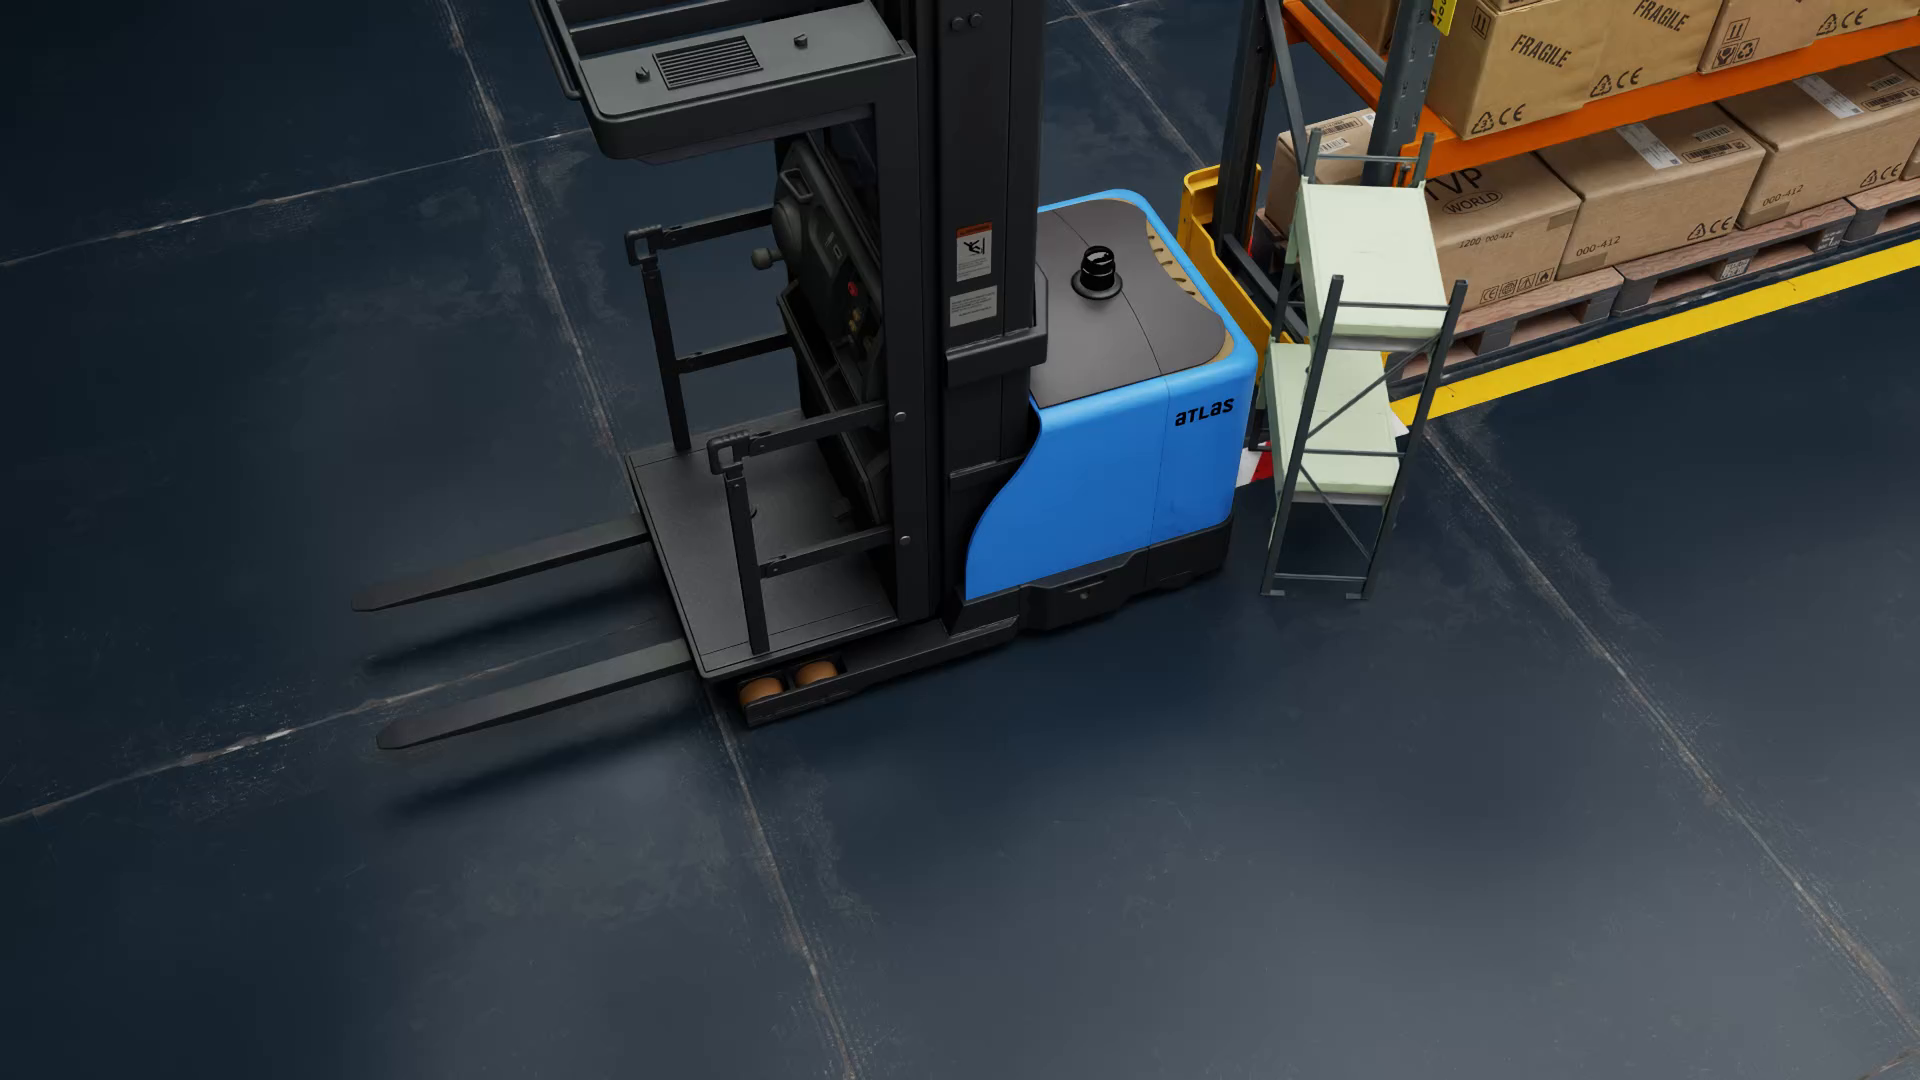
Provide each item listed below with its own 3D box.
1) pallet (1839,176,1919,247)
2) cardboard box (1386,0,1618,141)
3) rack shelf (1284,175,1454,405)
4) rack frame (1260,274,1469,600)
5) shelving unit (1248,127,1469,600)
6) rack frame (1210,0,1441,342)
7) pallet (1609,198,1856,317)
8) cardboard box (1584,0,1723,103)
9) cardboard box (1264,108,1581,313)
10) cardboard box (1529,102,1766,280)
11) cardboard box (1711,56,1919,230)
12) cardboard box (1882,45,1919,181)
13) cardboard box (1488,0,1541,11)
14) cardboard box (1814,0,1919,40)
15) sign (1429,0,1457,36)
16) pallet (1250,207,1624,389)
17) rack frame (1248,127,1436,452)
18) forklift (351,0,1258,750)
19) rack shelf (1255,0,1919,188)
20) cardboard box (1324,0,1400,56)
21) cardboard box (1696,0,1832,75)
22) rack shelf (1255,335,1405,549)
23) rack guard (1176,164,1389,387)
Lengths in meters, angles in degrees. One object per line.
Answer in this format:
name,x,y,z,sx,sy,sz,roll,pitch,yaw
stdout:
pallet,4.276,-1.881,7.727,1.213,0.211,1.003,-17,52,-14
cardboard box,1.860,-1.774,5.731,0.500,0.500,0.500,-18,52,-15
rack shelf,1.324,-0.817,5.446,0.431,0.370,0.720,3,49,2
rack frame,1.302,-0.285,5.504,0.400,1.500,0.023,3,49,2
shelving unit,1.321,-0.563,5.742,0.431,1.500,0.755,3,49,2
rack frame,1.307,-1.806,5.823,0.127,3.000,1.000,-17,52,-14
pallet,3.145,-1.529,7.424,1.213,0.211,1.003,-17,52,-14
cardboard box,2.317,-1.939,5.872,0.500,0.500,0.500,-18,52,-15
cardboard box,1.880,-1.367,6.859,0.875,0.438,0.875,-19,52,-15
cardboard box,2.724,-1.636,7.090,0.875,0.438,0.875,-16,51,-13
cardboard box,3.559,-1.893,7.311,0.875,0.438,0.875,-19,52,-15
cardboard box,4.388,-2.150,7.532,0.875,0.438,0.875,-18,52,-15
cardboard box,1.859,-2.102,5.353,0.500,0.500,0.500,-18,52,-15
cardboard box,3.253,-2.228,6.120,0.500,0.500,0.500,-16,51,-13
sign,1.511,-1.722,5.129,0.005,0.325,0.100,-17,52,-14
pallet,2.017,-1.181,7.126,1.213,0.211,1.003,-17,52,-14
rack frame,1.340,-0.840,5.980,0.400,1.500,0.023,3,49,2
forklift,-0.587,-0.784,4.991,3.031,2.935,1.130,-16,51,-14
rack shelf,3.158,-2.145,6.589,4.000,0.370,1.077,-17,52,-14
cardboard box,1.653,-2.162,6.064,0.500,0.500,0.500,-17,51,-14
cardboard box,2.795,-2.072,5.986,0.500,0.500,0.500,-17,52,-14
rack shelf,1.319,-0.350,5.990,0.431,0.370,0.720,3,49,2
rack guard,1.285,-0.984,6.766,0.348,0.500,1.175,-17,52,-14
